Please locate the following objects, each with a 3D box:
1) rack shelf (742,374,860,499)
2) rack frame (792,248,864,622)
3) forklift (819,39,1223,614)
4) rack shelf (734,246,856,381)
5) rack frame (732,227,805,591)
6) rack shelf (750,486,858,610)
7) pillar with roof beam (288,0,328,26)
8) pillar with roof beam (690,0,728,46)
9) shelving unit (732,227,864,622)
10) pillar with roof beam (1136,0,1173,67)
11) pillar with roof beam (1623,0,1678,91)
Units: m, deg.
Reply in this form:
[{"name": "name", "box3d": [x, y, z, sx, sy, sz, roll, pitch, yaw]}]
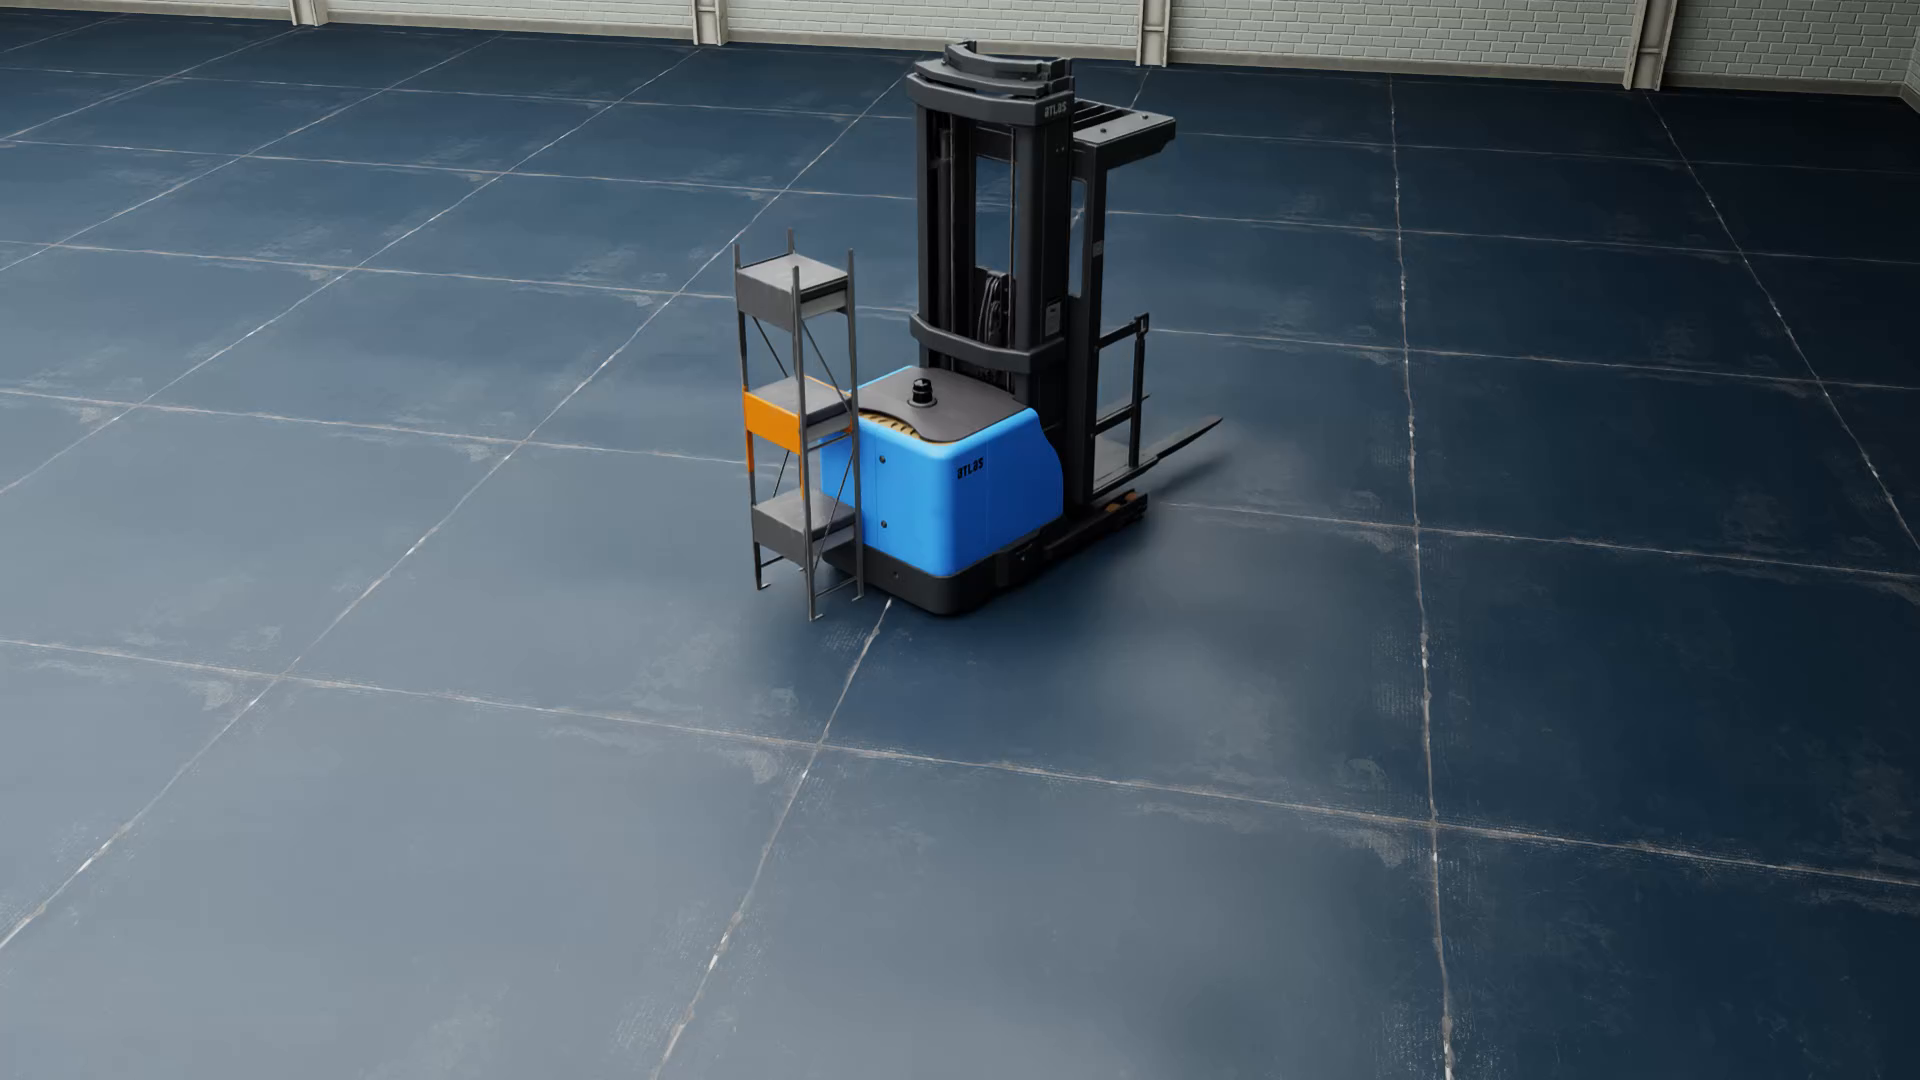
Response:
[{"name": "rack shelf", "box3d": [-0.874, -0.597, 9.183, 0.431, 0.518, 0.480, -25, 38, -38]}, {"name": "rack frame", "box3d": [-0.703, -0.526, 9.024, 0.400, 2.100, 0.015, -25, 38, -38]}, {"name": "forklift", "box3d": [0.534, -1.493, 9.926, 1.130, 2.935, 3.031, 23, 36, 36]}, {"name": "rack shelf", "box3d": [-0.874, -1.211, 8.846, 0.431, 0.518, 0.480, -25, 38, -38]}, {"name": "rack frame", "box3d": [-1.046, -0.693, 9.329, 0.400, 2.100, 0.015, -25, 38, -38]}, {"name": "rack shelf", "box3d": [-0.874, 0.017, 9.519, 0.431, 0.518, 0.480, -25, 38, -38]}, {"name": "pillar with roof beam", "box3d": [-10.146, -9.291, 17.849, 0.400, 9.000, 9.100, 6, 29, 11]}, {"name": "pillar with roof beam", "box3d": [-4.278, -8.689, 16.750, 0.400, 9.000, 9.100, 6, 29, 11]}, {"name": "shelving unit", "box3d": [-0.874, -0.609, 9.176, 0.431, 2.100, 0.503, -25, 38, -38]}, {"name": "pillar with roof beam", "box3d": [1.590, -8.087, 15.651, 0.400, 9.000, 9.100, 6, 29, 11]}, {"name": "pillar with roof beam", "box3d": [7.457, -7.486, 14.552, 0.400, 9.000, 9.100, 6, 29, 11]}]
